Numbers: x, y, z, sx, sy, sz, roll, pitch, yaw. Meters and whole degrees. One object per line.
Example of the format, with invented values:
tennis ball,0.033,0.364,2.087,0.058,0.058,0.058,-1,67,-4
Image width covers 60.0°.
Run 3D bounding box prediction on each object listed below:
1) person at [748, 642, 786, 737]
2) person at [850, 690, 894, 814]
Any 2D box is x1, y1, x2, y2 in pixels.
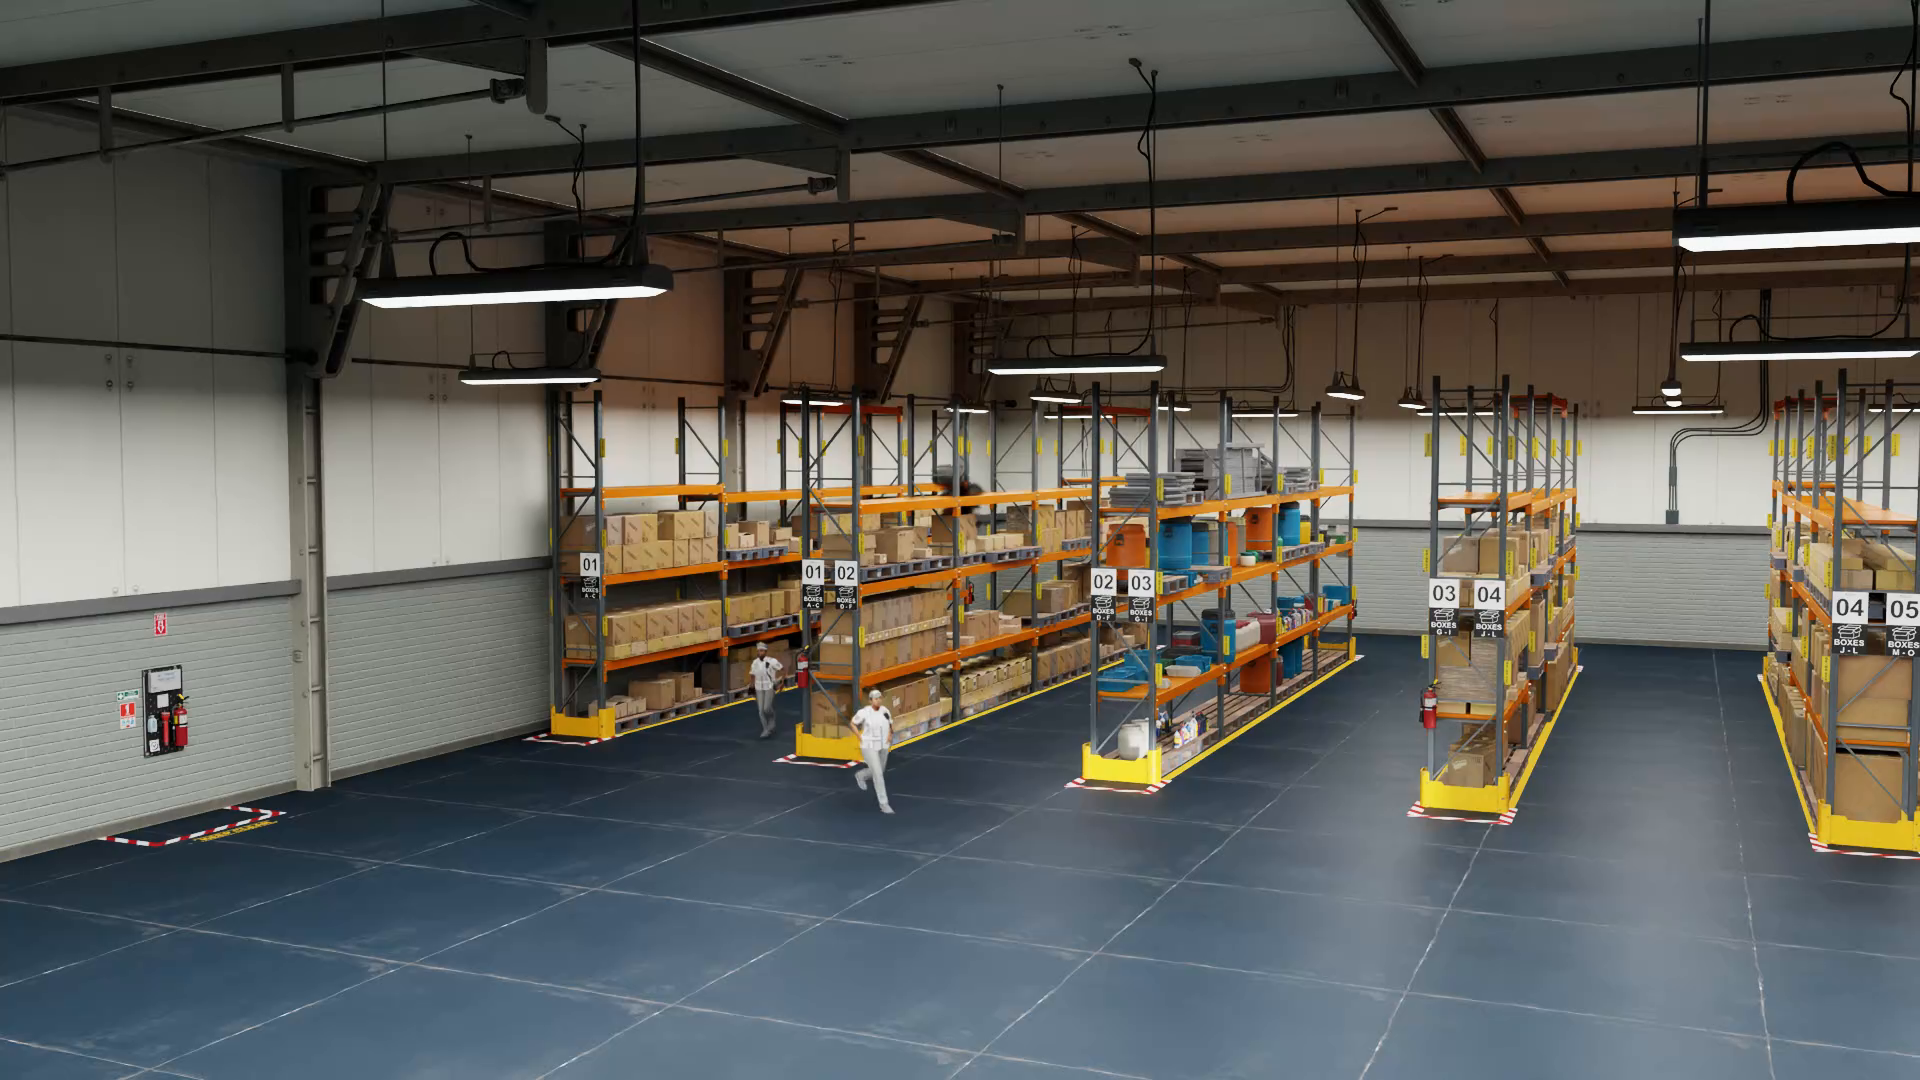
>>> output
person,-3.363,2.590,28.708,0.611,1.657,0.652,1,3,16
person,-1.190,2.921,23.199,0.578,1.684,1.048,-3,4,-38
